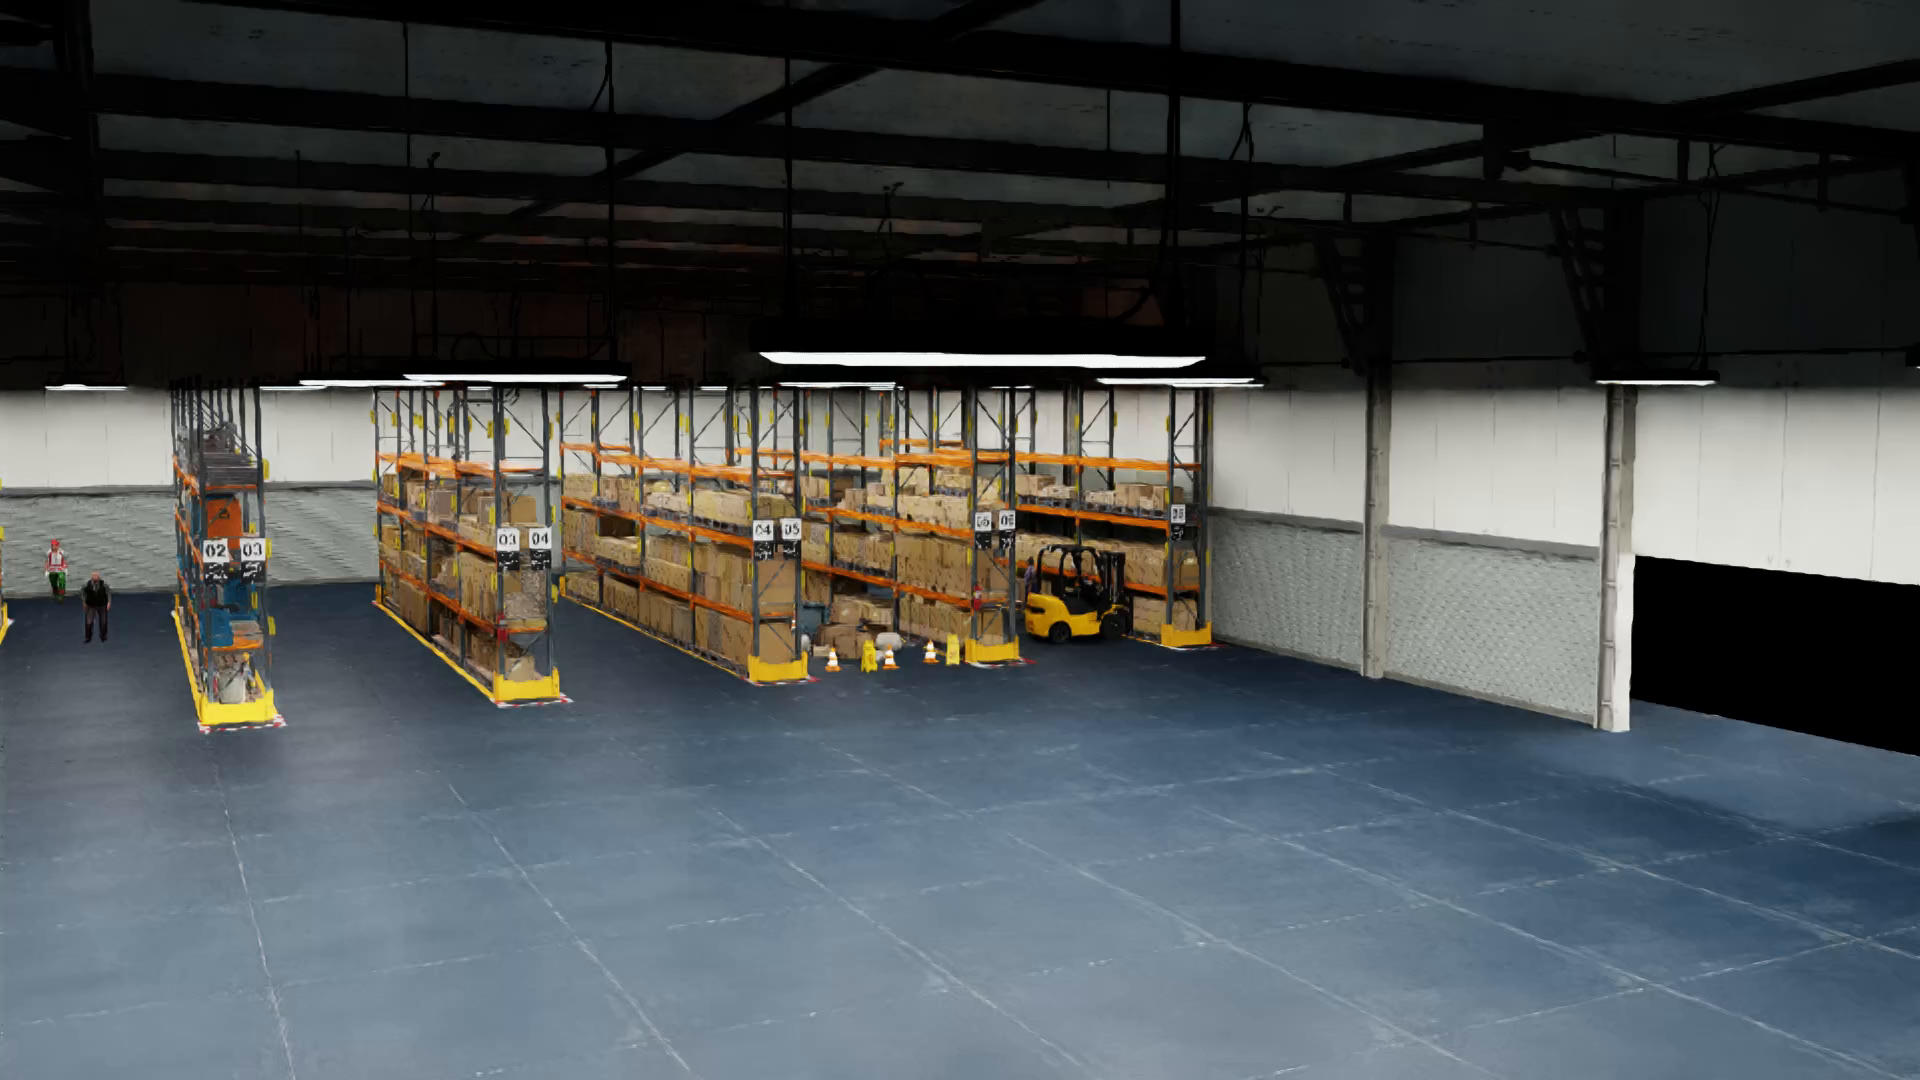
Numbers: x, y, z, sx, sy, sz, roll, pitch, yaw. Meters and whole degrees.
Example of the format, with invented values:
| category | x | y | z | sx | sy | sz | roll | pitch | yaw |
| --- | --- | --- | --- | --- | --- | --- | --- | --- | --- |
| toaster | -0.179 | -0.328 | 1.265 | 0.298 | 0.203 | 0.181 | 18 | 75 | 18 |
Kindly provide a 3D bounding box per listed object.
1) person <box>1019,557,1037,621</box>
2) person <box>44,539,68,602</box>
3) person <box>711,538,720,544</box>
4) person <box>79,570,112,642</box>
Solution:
| category | x | y | z | sx | sy | sz | roll | pitch | yaw |
| --- | --- | --- | --- | --- | --- | --- | --- | --- | --- |
| person | 1.731 | 1.239 | 41.207 | 0.552 | 1.622 | 0.583 | 0 | 5 | -1 |
| person | -24.626 | 0.828 | 45.299 | 0.553 | 1.709 | 1.123 | -2 | 6 | -24 |
| person | -6.858 | 0.680 | 46.553 | 0.575 | 1.786 | 0.680 | -1 | 5 | -15 |
| person | -19.778 | 1.511 | 38.078 | 0.677 | 1.674 | 0.534 | -3 | 6 | -29 |
